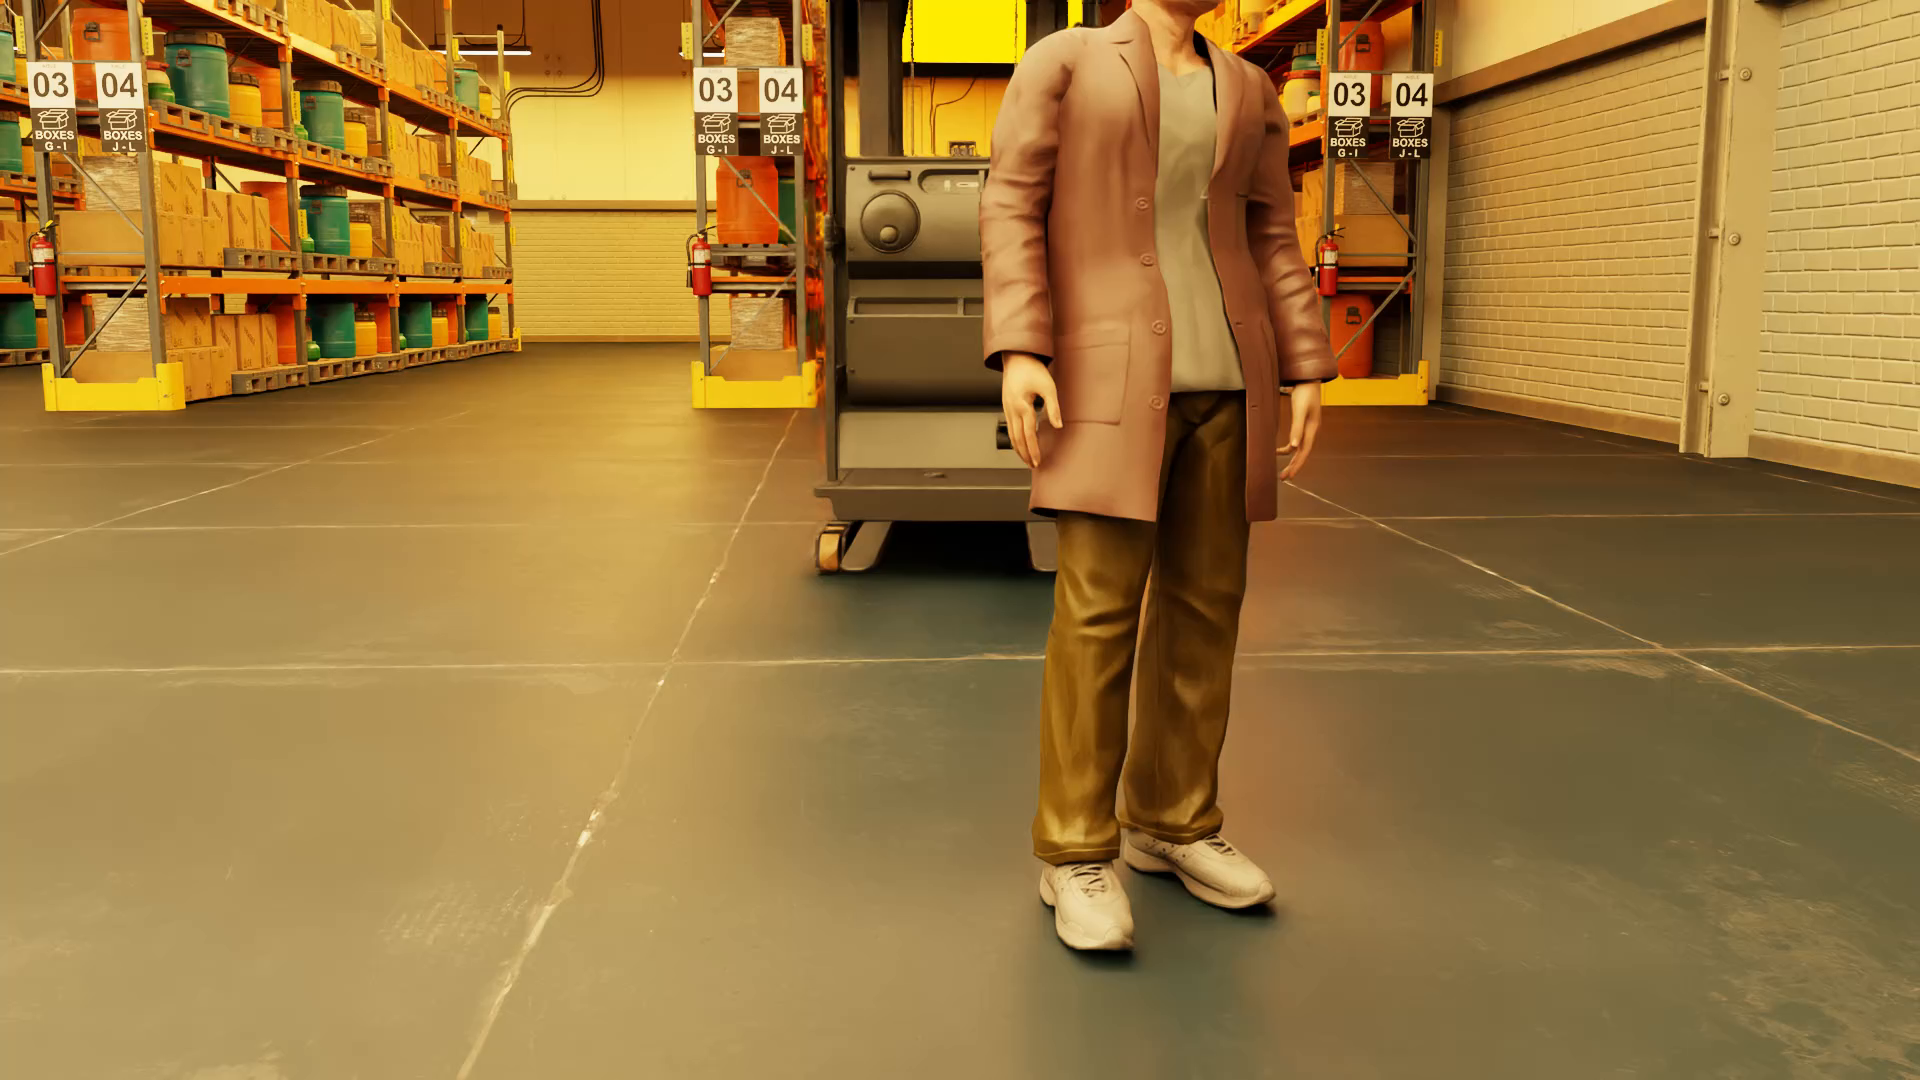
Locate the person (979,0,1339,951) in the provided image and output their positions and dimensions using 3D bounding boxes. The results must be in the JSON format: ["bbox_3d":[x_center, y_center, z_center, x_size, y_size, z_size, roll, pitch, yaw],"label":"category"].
[{"bbox_3d":[0.393,-0.247,2.889,0.693,1.780,0.572,-3,9,-21],"label":"person"}]

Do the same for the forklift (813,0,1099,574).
[{"bbox_3d":[0.006,-1.359,6.481,1.130,2.935,3.031,0,8,1],"label":"forklift"}]
